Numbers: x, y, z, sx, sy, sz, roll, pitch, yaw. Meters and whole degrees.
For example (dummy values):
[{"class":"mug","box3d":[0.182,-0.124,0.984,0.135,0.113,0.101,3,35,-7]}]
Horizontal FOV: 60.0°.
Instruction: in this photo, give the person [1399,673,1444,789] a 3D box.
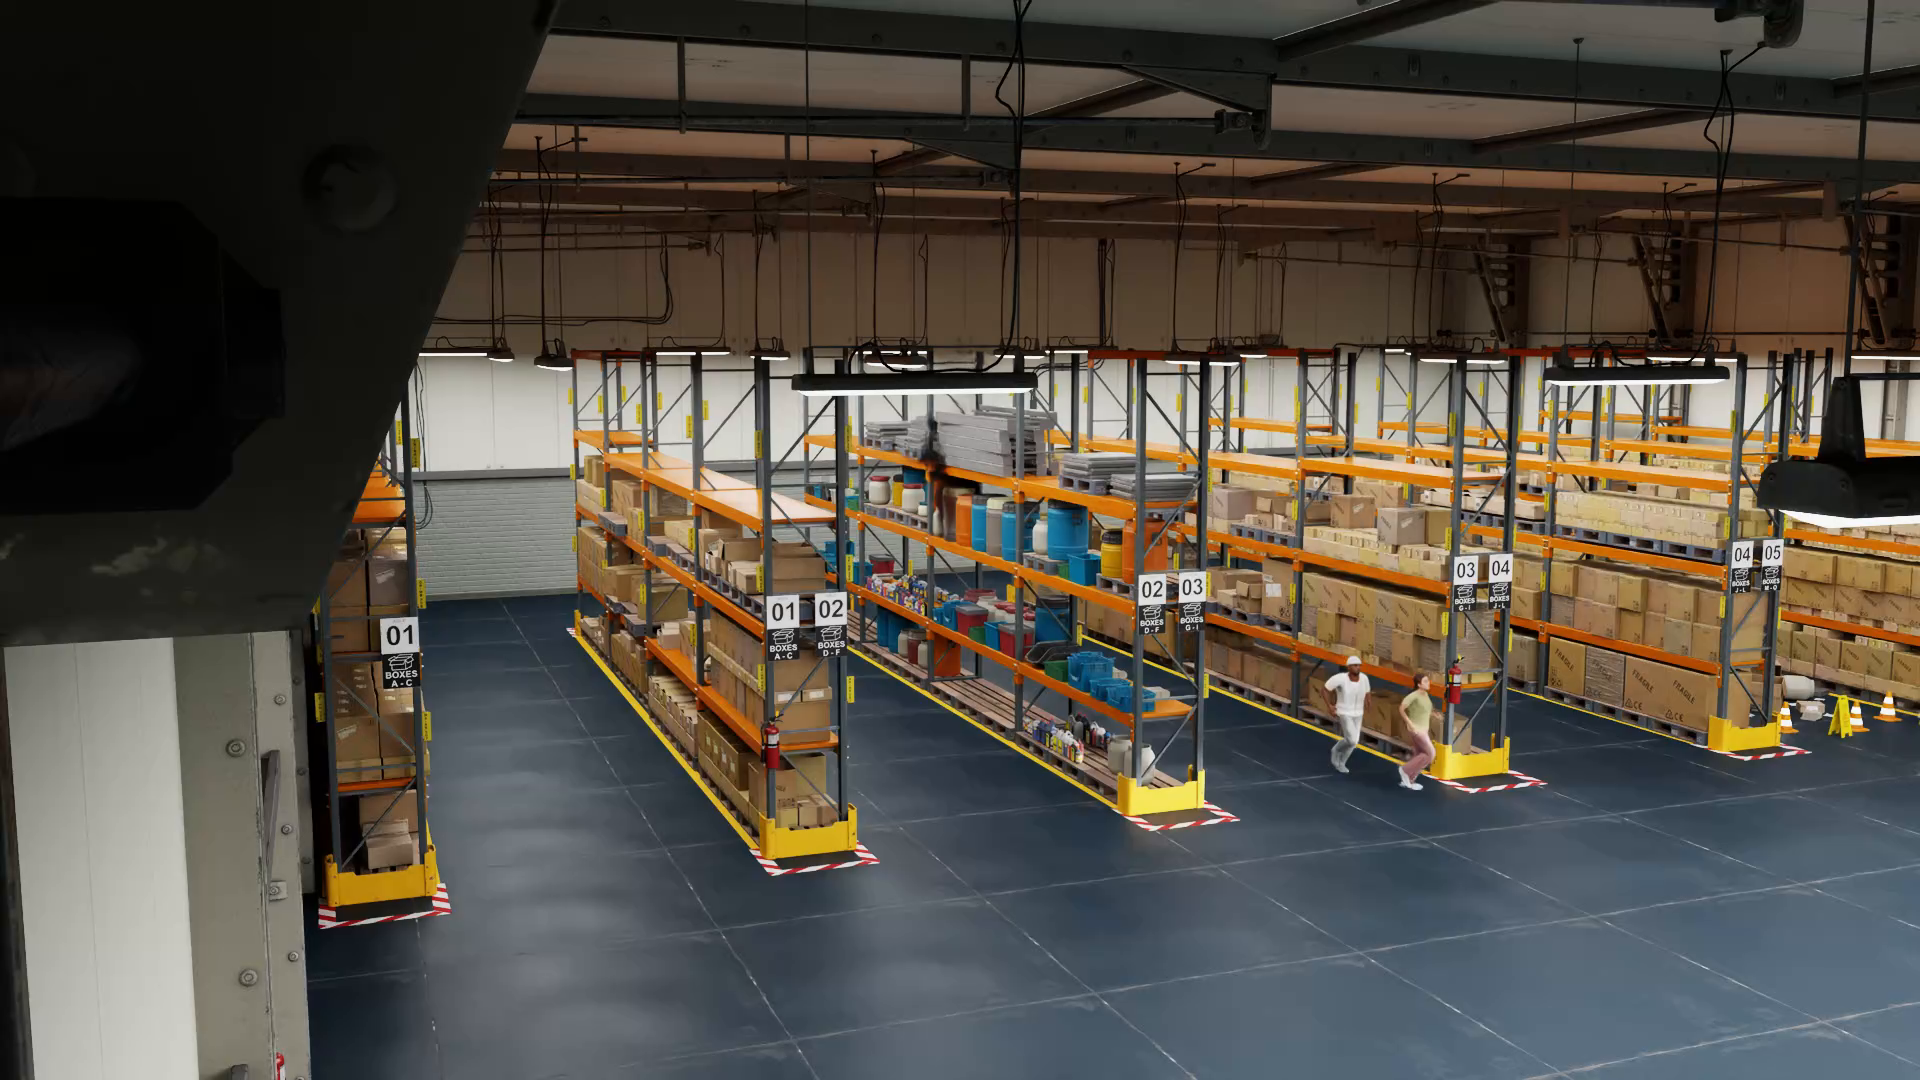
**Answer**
[{"class":"person","box3d":[6.415,2.655,23.084,0.537,1.637,0.564,5,9,34]}]

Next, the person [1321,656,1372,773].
[{"class":"person","box3d":[5.622,2.510,23.903,0.705,1.716,0.564,-3,8,-21]}]
